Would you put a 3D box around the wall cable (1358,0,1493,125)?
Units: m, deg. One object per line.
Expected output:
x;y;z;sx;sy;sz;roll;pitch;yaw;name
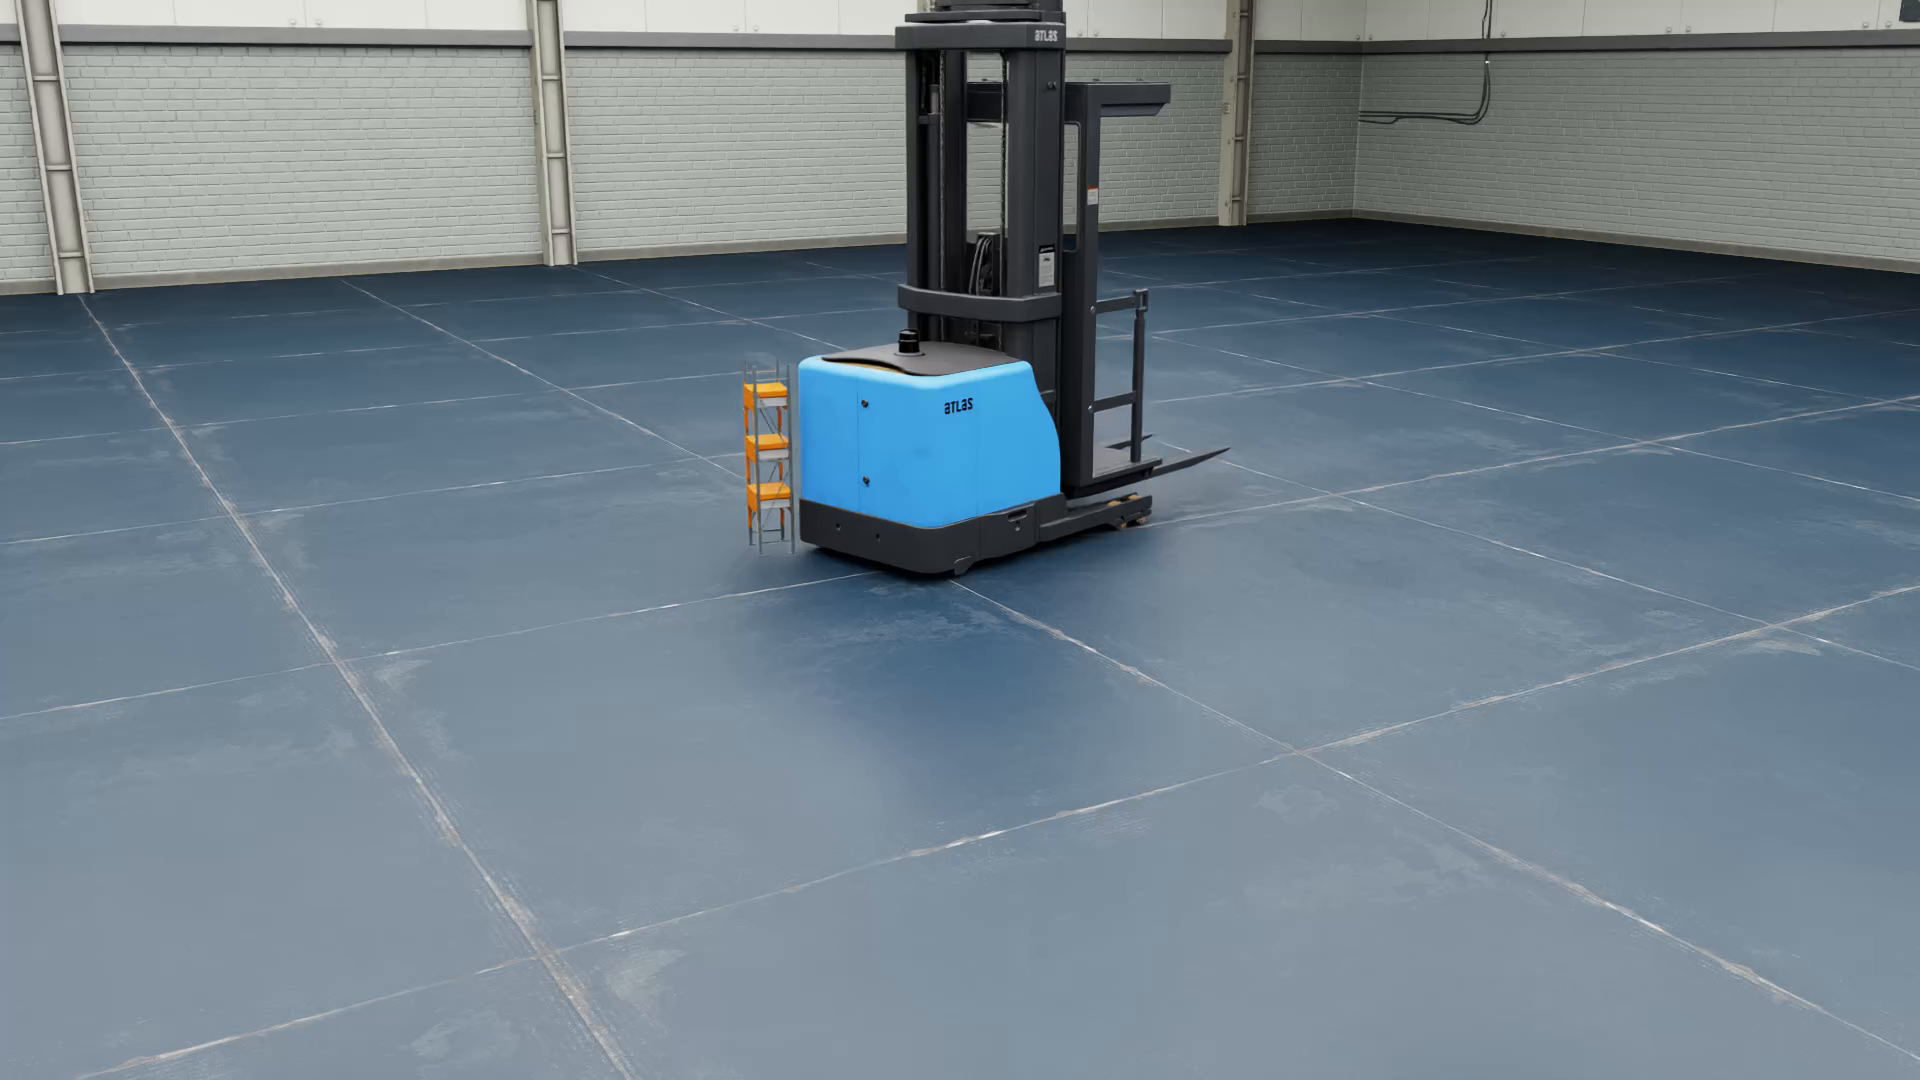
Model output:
7.950;-8.438;28.593;0.112;2.526;3.097;-9;18;-30;wall cable

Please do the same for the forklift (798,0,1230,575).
0.481;-1.555;9.527;1.130;2.935;3.031;14;21;40;forklift

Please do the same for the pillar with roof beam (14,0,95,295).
-8.469;-6.332;15.325;0.400;9.000;9.100;-9;18;-30;pillar with roof beam

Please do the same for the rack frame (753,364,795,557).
-1.003;-0.423;8.972;0.200;1.050;0.008;-5;17;-19;rack frame

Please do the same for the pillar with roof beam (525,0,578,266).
-3.325;-7.166;18.301;0.400;9.000;9.100;-9;18;-30;pillar with roof beam

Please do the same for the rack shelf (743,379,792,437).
-1.043;-0.717;9.009;0.215;0.259;0.240;-5;17;-19;rack shelf

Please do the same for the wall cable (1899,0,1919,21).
12.826;-9.372;19.871;0.169;6.003;2.305;-9;18;-30;wall cable

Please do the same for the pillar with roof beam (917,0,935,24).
1.818;-8.000;21.276;0.400;9.000;9.100;-9;18;-30;pillar with roof beam

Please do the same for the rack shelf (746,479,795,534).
-1.043;-0.176;9.161;0.215;0.259;0.240;-5;17;-19;rack shelf

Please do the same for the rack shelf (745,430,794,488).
-1.043;-0.444;9.086;0.215;0.259;0.240;-5;17;-19;rack shelf

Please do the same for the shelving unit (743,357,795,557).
-1.043;-0.454;9.083;0.215;1.050;0.252;-5;17;-19;shelving unit

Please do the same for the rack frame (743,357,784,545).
-1.084;-0.485;9.194;0.200;1.050;0.008;-5;17;-19;rack frame

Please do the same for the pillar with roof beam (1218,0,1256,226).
6.961;-8.834;24.251;0.400;9.000;9.100;-9;18;-30;pillar with roof beam
